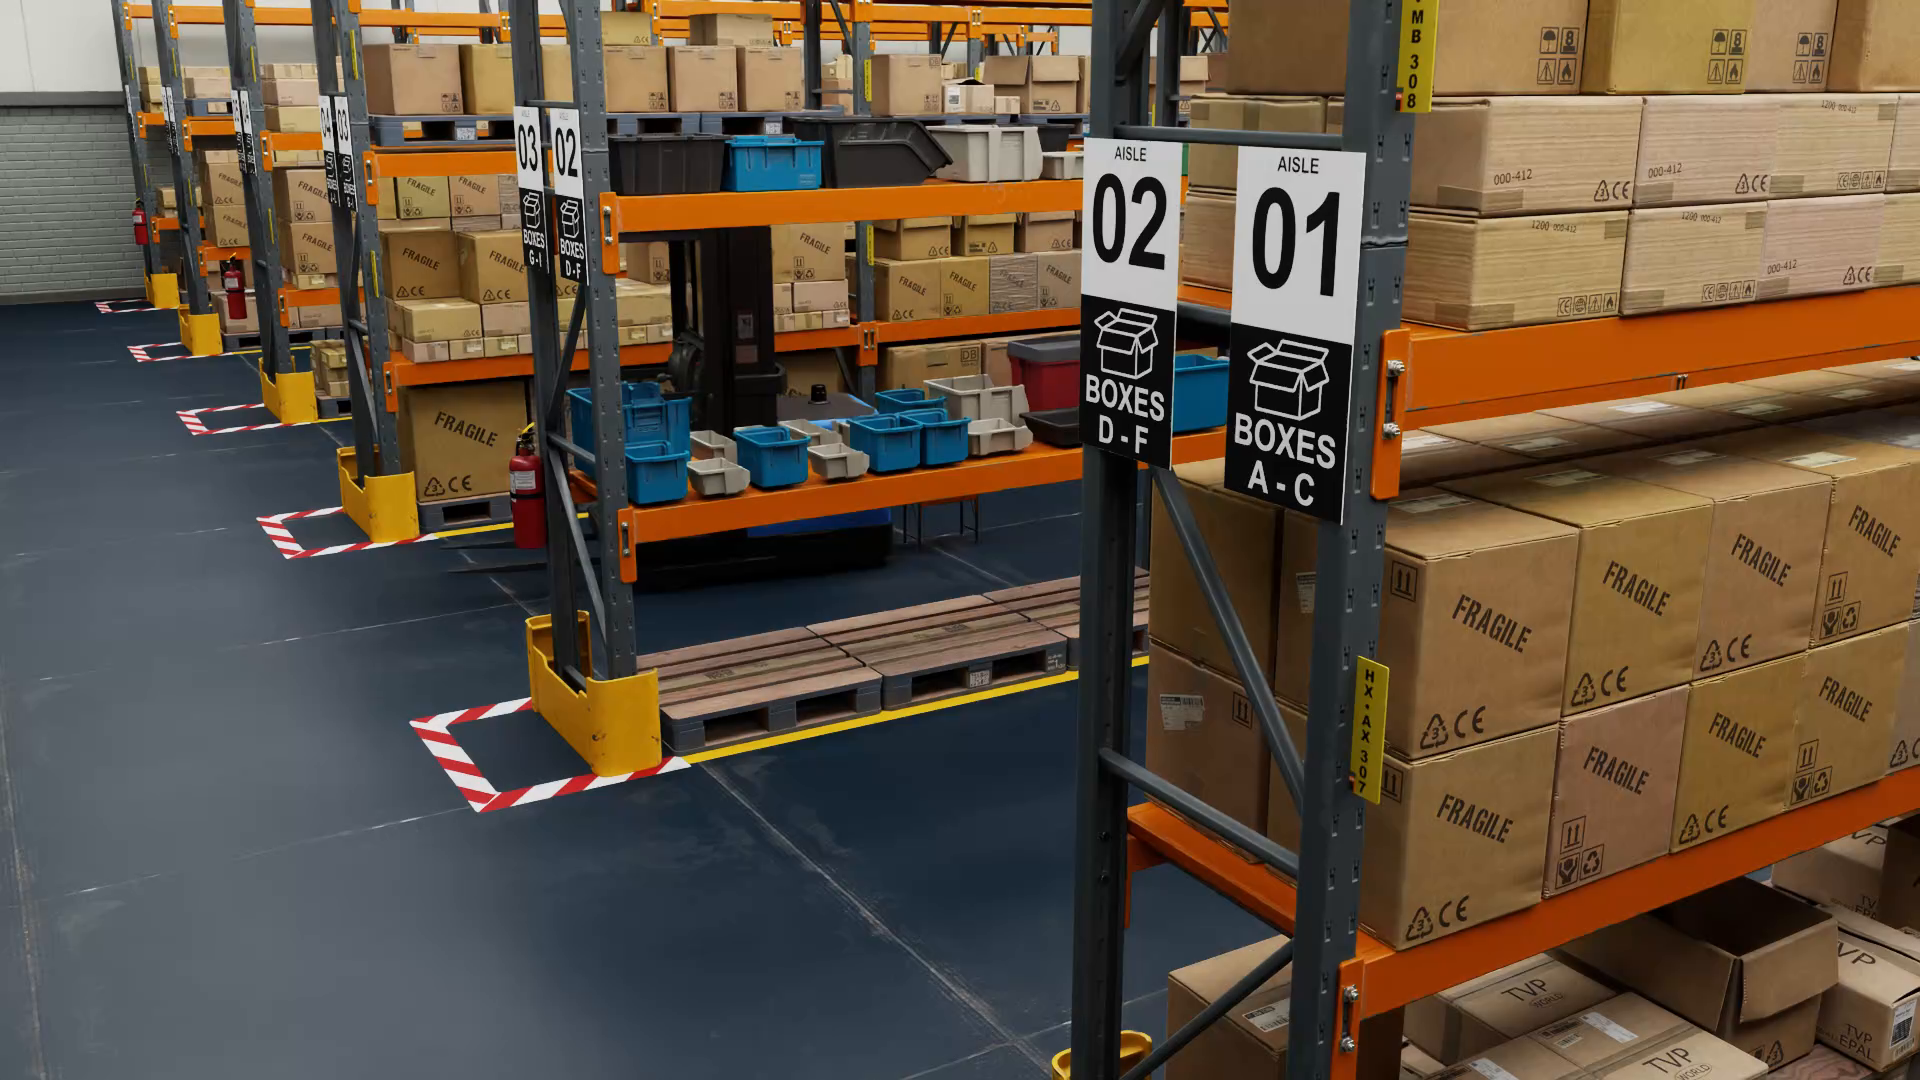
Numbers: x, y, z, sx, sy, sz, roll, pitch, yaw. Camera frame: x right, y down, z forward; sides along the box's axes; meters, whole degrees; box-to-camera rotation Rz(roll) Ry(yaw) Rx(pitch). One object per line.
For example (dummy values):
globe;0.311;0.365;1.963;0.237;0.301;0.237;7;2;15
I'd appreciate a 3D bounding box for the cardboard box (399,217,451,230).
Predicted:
cardboard box;-5.533;-3.072;17.075;0.500;0.500;0.500;-9;18;-29

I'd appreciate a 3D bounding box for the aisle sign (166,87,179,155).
aisle sign;-9.480;-5.043;20.025;0.004;0.787;0.394;-9;18;-30

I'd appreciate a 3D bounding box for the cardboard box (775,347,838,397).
cardboard box;-1.643;-1.237;14.424;0.875;0.875;0.875;-9;18;-30

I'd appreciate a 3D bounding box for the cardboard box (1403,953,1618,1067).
cardboard box;1.803;1.572;5.524;0.500;0.250;0.500;-9;18;-30

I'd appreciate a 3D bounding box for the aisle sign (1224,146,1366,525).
aisle sign;0.727;-0.457;3.666;0.004;0.787;0.394;-9;18;-30

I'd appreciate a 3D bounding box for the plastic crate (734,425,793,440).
plastic crate;-1.052;-0.523;9.097;0.243;0.136;0.396;-9;18;-30

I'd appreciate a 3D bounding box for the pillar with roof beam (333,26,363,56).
pillar with roof beam;-7.543;-7.576;22.765;0.400;9.000;9.100;-9;18;-30

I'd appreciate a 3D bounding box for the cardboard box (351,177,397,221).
cardboard box;-5.981;-3.482;16.686;0.500;0.500;0.500;-9;18;-28

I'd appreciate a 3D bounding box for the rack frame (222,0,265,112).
rack frame;-6.932;-5.625;15.806;0.127;3.000;1.000;-9;18;-30

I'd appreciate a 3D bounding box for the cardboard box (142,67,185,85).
cardboard box;-11.618;-6.776;24.267;0.500;0.250;0.500;-9;18;-30

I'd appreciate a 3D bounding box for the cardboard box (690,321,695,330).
cardboard box;-2.230;-1.713;13.430;0.250;0.149;0.380;-10;18;-31

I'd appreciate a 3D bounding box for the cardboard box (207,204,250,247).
cardboard box;-9.009;-3.916;20.639;0.500;0.500;0.500;-9;18;-30

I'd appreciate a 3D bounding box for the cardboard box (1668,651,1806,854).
cardboard box;2.022;0.526;4.789;0.500;0.500;0.500;-9;18;-30

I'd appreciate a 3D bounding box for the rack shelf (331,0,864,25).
rack shelf;-2.750;-4.203;12.805;4.000;0.370;1.077;-9;18;-30

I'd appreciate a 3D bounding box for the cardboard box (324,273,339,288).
cardboard box;-6.289;-2.630;16.700;0.250;0.149;0.380;-8;18;-28

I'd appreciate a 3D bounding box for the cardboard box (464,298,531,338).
cardboard box;-3.472;-1.724;12.730;0.500;0.250;0.500;-9;18;-30

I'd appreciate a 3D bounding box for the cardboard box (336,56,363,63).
cardboard box;-7.763;-5.856;21.038;0.500;0.500;0.500;-9;18;-29

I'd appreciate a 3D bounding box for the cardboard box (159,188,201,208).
cardboard box;-11.600;-5.088;24.729;0.500;0.250;0.500;-9;18;-29

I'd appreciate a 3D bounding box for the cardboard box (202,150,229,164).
cardboard box;-9.121;-4.695;20.363;0.250;0.149;0.380;-9;18;-29

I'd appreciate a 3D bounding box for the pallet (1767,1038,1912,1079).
pallet;2.427;1.770;5.705;1.213;0.211;1.003;-9;18;-30

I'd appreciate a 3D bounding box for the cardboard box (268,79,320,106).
cardboard box;-6.414;-4.352;16.172;0.500;0.250;0.500;-9;18;-29

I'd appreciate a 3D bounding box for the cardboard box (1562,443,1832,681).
cardboard box;2.026;0.044;4.657;0.500;0.500;0.500;-9;18;-29

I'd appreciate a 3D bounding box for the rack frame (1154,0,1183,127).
rack frame;1.515;-3.874;9.557;0.127;3.000;1.000;-9;18;-30

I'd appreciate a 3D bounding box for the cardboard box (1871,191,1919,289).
cardboard box;2.494;-0.875;4.693;0.500;0.250;0.500;-9;18;-30

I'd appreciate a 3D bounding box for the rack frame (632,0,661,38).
rack frame;-5.270;-9.017;27.904;0.127;3.000;1.000;-9;18;-30

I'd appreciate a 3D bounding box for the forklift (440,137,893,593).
forklift;-2.046;-1.217;11.321;3.031;2.935;1.130;-6;17;-20

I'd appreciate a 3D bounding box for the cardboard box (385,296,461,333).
cardboard box;-4.186;-1.775;12.911;0.500;0.250;0.500;-10;18;-31

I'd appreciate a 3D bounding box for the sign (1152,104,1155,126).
sign;1.233;-2.561;10.416;0.005;0.325;0.100;-9;18;-30

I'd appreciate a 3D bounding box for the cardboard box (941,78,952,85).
cardboard box;-0.433;-5.203;19.671;0.500;0.500;0.500;-9;18;-30

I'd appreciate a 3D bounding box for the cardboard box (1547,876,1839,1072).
cardboard box;2.455;1.414;5.619;0.637;0.503;0.797;-9;18;-30

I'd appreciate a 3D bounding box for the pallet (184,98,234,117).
pallet;-8.938;-5.375;20.635;1.213;0.211;1.003;-9;18;-30

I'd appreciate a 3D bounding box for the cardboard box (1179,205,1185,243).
cardboard box;1.758;-3.120;15.941;0.637;0.503;0.797;-9;18;-28

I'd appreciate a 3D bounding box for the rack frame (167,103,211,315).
rack frame;-9.568;-3.868;20.651;0.127;3.000;1.000;-9;18;-30

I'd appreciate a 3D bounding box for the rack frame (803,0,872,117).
rack frame;-1.036;-5.020;13.645;0.127;3.000;1.000;-9;18;-30

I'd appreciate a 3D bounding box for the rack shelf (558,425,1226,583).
rack shelf;-0.199;-0.361;9.472;4.000;0.370;1.077;-9;18;-30

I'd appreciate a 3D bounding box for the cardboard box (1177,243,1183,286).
cardboard box;2.098;-2.609;15.976;0.500;0.500;0.500;-9;18;-28

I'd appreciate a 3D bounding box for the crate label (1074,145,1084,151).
crate label;0.947;-2.301;9.994;0.466;0.136;0.293;-9;18;-30

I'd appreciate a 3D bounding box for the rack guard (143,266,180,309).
rack guard;-12.062;-3.823;25.121;0.348;0.500;1.175;-9;18;-30

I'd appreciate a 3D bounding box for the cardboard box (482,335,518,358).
cardboard box;-3.552;-1.499;12.665;0.250;0.149;0.380;-10;18;-31

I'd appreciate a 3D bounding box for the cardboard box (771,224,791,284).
cardboard box;-1.724;-2.369;13.640;0.500;0.500;0.500;-9;18;-29

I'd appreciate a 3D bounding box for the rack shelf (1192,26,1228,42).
rack shelf;5.068;-7.033;22.899;4.000;0.370;1.077;-9;18;-30

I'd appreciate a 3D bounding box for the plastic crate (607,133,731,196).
plastic crate;-1.440;-1.800;7.957;0.590;0.269;0.497;-9;18;-30

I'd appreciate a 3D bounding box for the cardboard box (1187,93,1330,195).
cardboard box;0.943;-1.026;4.306;0.500;0.250;0.500;-9;18;-30

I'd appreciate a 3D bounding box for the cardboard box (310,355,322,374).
cardboard box;-6.627;-1.849;17.401;0.250;0.149;0.380;-10;18;-31

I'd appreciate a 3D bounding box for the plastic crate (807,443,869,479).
plastic crate;-0.633;-0.409;8.689;0.298;0.136;0.250;-9;18;-30

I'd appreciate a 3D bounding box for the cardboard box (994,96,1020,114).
cardboard box;0.318;-3.829;14.642;0.250;0.149;0.380;-10;19;-32

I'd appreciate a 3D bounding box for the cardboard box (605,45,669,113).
cardboard box;-2.660;-3.638;13.124;0.500;0.500;0.700;-8;18;-27

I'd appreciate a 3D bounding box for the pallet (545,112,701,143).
pallet;-2.787;-3.253;13.064;1.213;0.211;1.003;-9;18;-30

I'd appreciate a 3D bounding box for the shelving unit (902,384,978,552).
shelving unit;-0.142;-0.555;12.166;0.503;1.200;0.258;-9;18;-30

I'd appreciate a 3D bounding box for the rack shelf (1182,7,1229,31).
rack shelf;4.107;-5.315;16.772;4.000;0.370;1.077;-9;18;-30

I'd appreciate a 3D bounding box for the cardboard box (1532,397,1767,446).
cardboard box;2.189;-0.153;5.359;0.500;0.500;0.500;-9;18;-28

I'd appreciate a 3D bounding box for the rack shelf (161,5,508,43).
rack shelf;-7.854;-6.496;20.984;4.000;0.370;1.077;-9;18;-30

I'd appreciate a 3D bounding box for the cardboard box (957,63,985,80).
cardboard box;0.287;-7.241;25.700;0.500;0.250;0.500;-9;18;-28
